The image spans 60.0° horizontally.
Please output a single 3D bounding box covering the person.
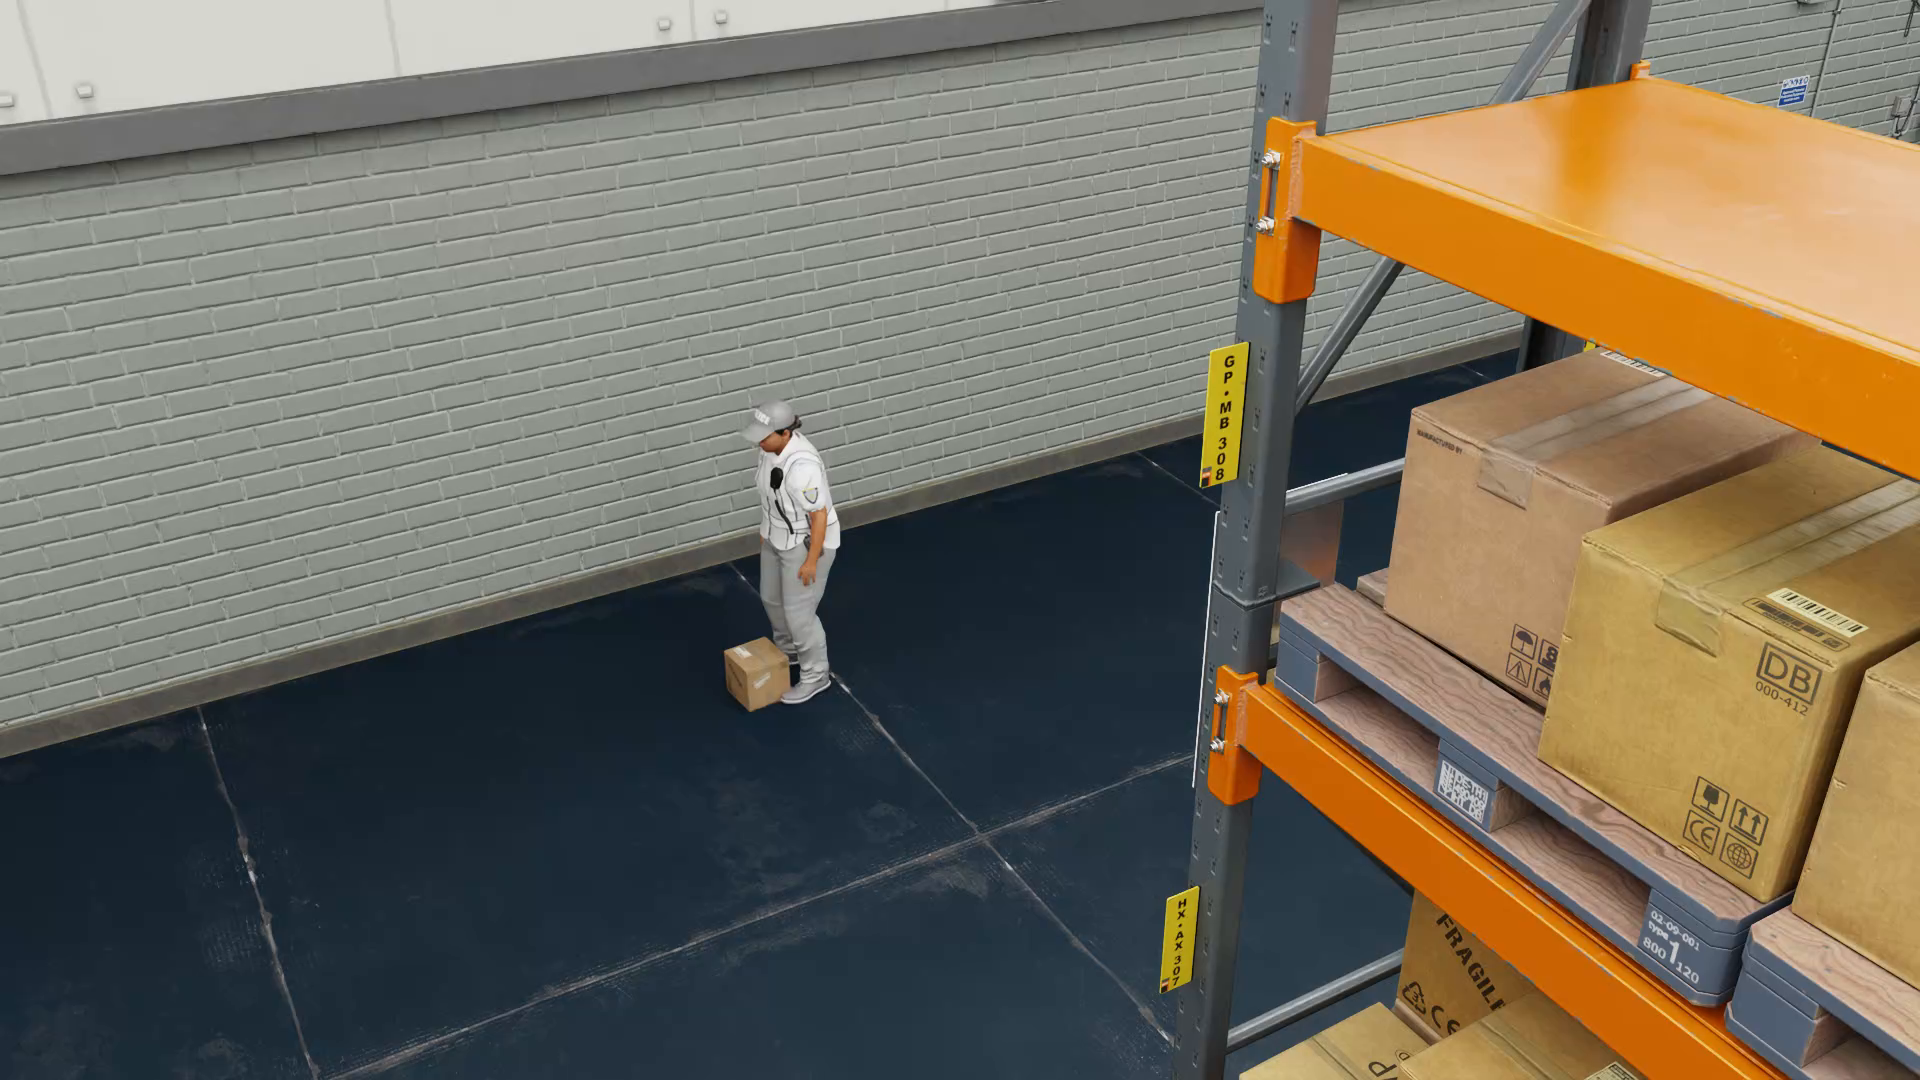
[{"bbox_3d":[-0.875,0.027,8.501,0.467,1.665,0.543,-17,34,-28],"label":"person"}]
